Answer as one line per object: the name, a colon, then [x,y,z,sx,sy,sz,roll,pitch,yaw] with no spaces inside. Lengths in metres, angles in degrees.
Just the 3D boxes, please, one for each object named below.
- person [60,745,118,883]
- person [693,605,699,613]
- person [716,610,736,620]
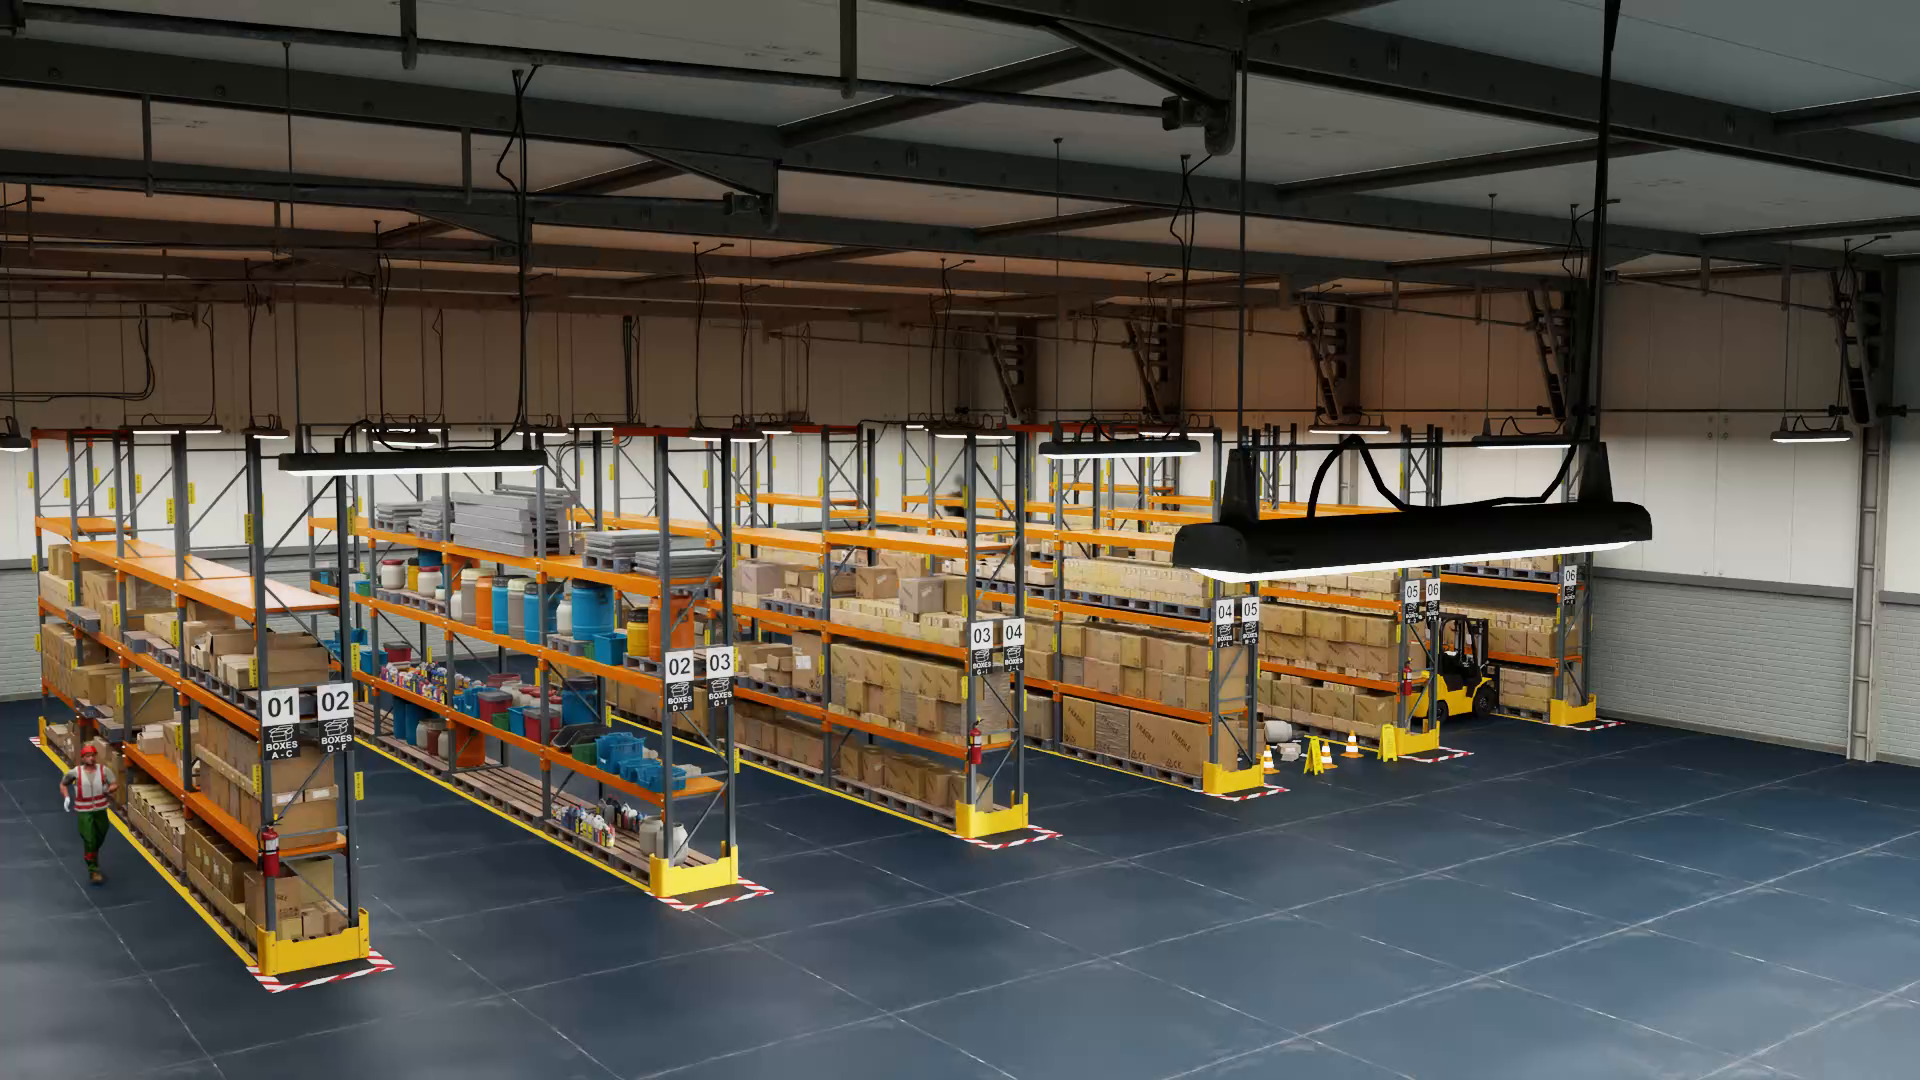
person: [-11.717,3.646,22.439,0.659,1.770,1.005,-4,6,-41]
person: [-6.484,2.308,39.860,0.715,1.755,0.885,0,4,5]
person: [-5.876,2.241,41.215,0.776,1.763,0.686,3,6,38]
